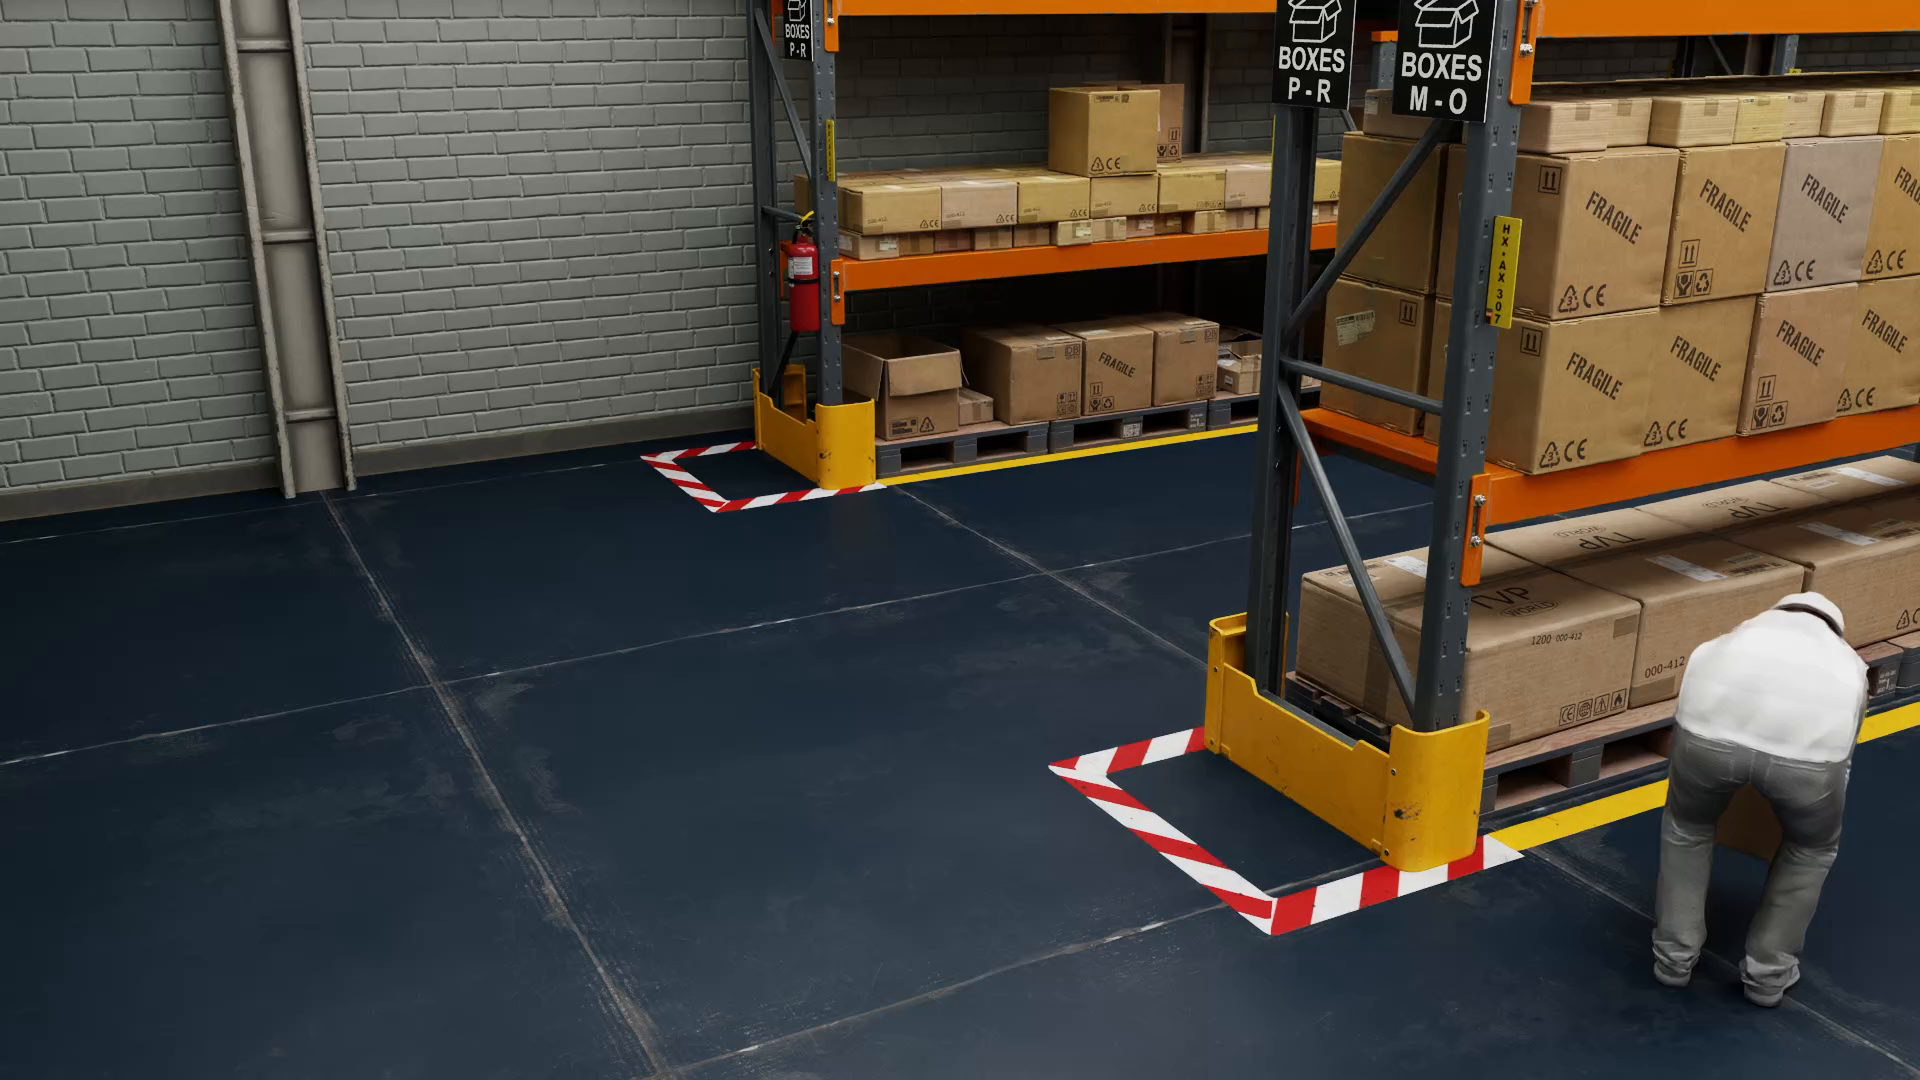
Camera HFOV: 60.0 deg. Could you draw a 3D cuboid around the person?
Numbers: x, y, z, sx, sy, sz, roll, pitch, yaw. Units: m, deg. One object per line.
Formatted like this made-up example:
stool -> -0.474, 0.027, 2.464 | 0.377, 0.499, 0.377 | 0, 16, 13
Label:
person -> 2.374, 0.716, 4.926 | 0.467, 1.100, 1.013 | 12, 22, 31
